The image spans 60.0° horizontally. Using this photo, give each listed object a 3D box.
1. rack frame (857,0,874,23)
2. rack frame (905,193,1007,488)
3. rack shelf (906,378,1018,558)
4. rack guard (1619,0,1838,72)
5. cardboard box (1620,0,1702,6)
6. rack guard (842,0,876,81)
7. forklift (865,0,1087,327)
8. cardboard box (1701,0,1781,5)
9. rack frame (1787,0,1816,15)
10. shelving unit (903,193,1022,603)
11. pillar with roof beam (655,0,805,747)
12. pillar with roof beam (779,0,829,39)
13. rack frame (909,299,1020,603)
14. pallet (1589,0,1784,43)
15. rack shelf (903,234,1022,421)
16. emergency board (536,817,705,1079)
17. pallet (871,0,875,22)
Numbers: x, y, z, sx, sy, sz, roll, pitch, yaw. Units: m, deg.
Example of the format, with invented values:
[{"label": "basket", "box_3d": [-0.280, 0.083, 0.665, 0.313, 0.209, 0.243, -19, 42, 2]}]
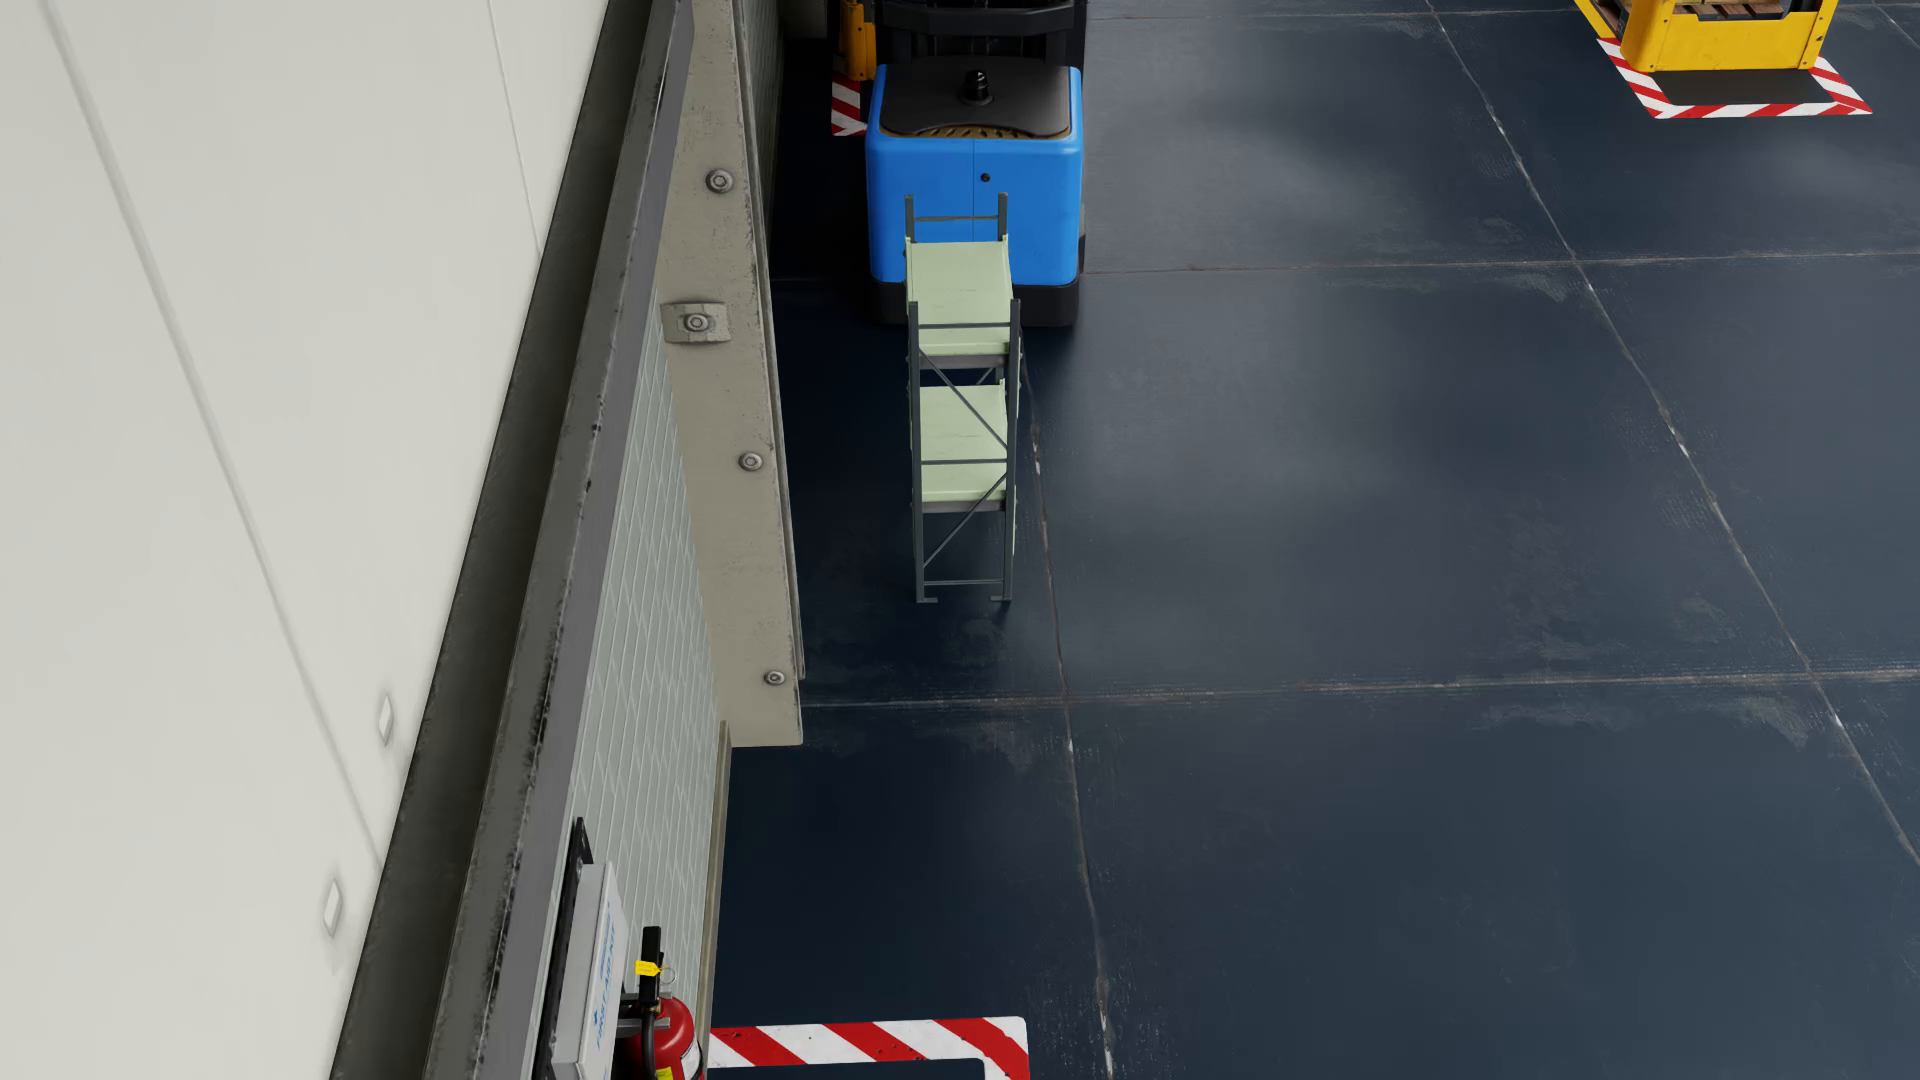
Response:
[{"label": "rack frame", "box_3d": [-0.129, -4.052, 9.451, 1.000, 3.000, 0.127, -2, 43, -2]}, {"label": "rack frame", "box_3d": [-0.015, -0.795, 7.008, 0.400, 1.500, 0.023, -2, 43, -2]}, {"label": "rack shelf", "box_3d": [0.000, -0.308, 6.959, 0.431, 0.370, 0.720, -2, 43, -2]}, {"label": "rack guard", "box_3d": [4.821, -3.259, 10.435, 1.175, 0.500, 0.348, -2, 43, -2]}, {"label": "cardboard box", "box_3d": [4.502, -3.691, 10.781, 0.500, 0.250, 0.500, -2, 43, -2]}, {"label": "rack guard", "box_3d": [-0.132, -3.182, 10.351, 1.175, 0.500, 0.348, -2, 43, -2]}, {"label": "forklift", "box_3d": [0.114, -3.122, 8.486, 1.130, 2.935, 3.031, 1, 43, 1]}, {"label": "cardboard box", "box_3d": [5.019, -3.706, 10.797, 0.500, 0.250, 0.500, -2, 43, -2]}, {"label": "rack frame", "box_3d": [4.820, -4.197, 9.608, 1.000, 3.000, 0.127, -2, 43, -2]}, {"label": "shelving unit", "box_3d": [0.000, -0.548, 6.738, 0.431, 1.500, 0.755, -2, 43, -2]}, {"label": "pillar with roof beam", "box_3d": [3.533, -2.784, 3.628, 9.100, 9.000, 0.400, -2, 43, -2]}, {"label": "pillar with roof beam", "box_3d": [3.278, -6.835, 8.047, 9.100, 9.000, 0.400, -2, 43, -2]}, {"label": "rack frame", "box_3d": [0.016, -0.301, 6.469, 0.400, 1.500, 0.023, -2, 43, -2]}, {"label": "pallet", "box_3d": [4.746, -3.684, 11.112, 1.003, 0.211, 1.213, -2, 43, -2]}, {"label": "rack shelf", "box_3d": [0.000, -0.836, 6.475, 0.431, 0.370, 0.720, -2, 43, -2]}, {"label": "emergency board", "box_3d": [-0.702, 1.220, 3.699, 0.194, 1.169, 0.643, -2, 43, -2]}, {"label": "pallet", "box_3d": [-0.132, -3.625, 11.048, 1.003, 0.211, 1.213, -2, 43, -2]}]
